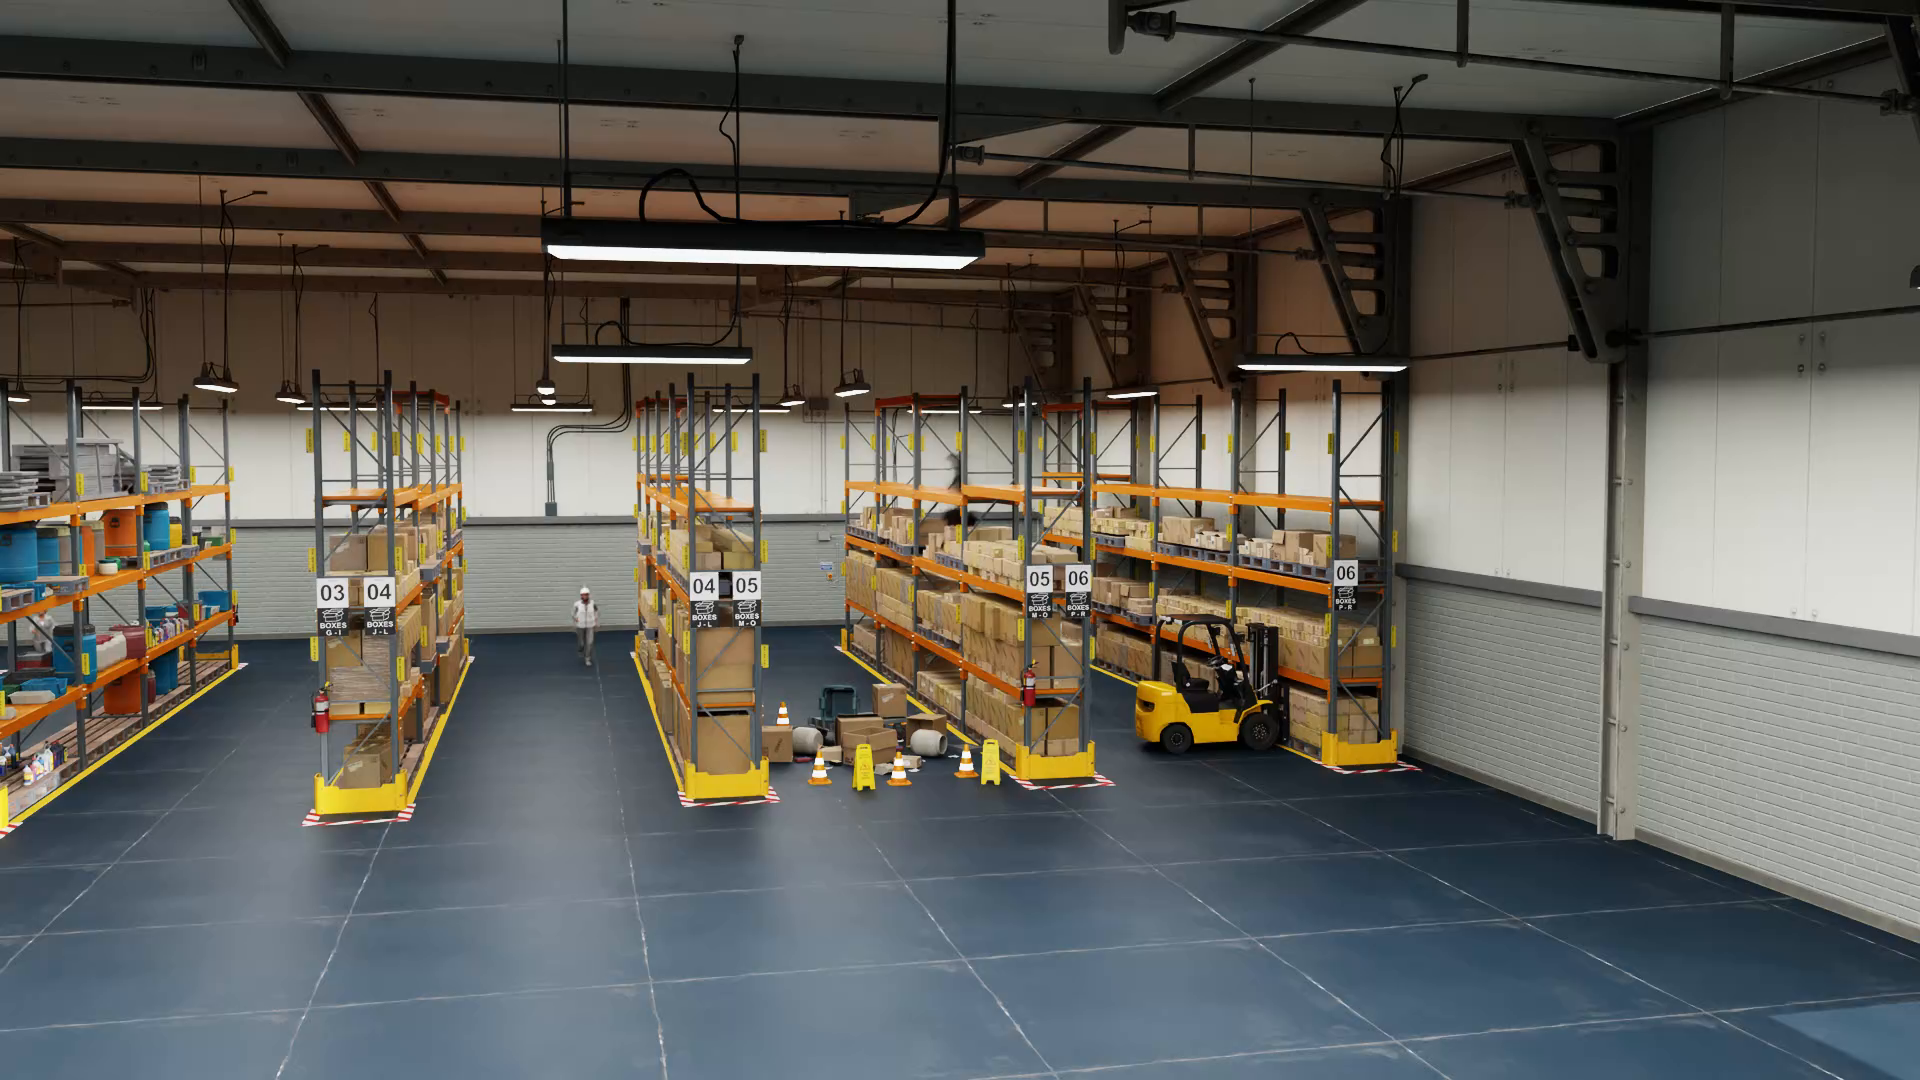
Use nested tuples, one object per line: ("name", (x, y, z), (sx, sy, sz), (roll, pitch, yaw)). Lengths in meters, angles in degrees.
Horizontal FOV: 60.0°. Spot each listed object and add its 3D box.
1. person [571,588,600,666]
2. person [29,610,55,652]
("person", (-8.494, 1.952, 37.714), (0.650, 1.754, 0.876), (-1, 3, -19))
("person", (-19.449, 2.178, 35.242), (0.480, 1.625, 0.732), (-1, 4, -24))
